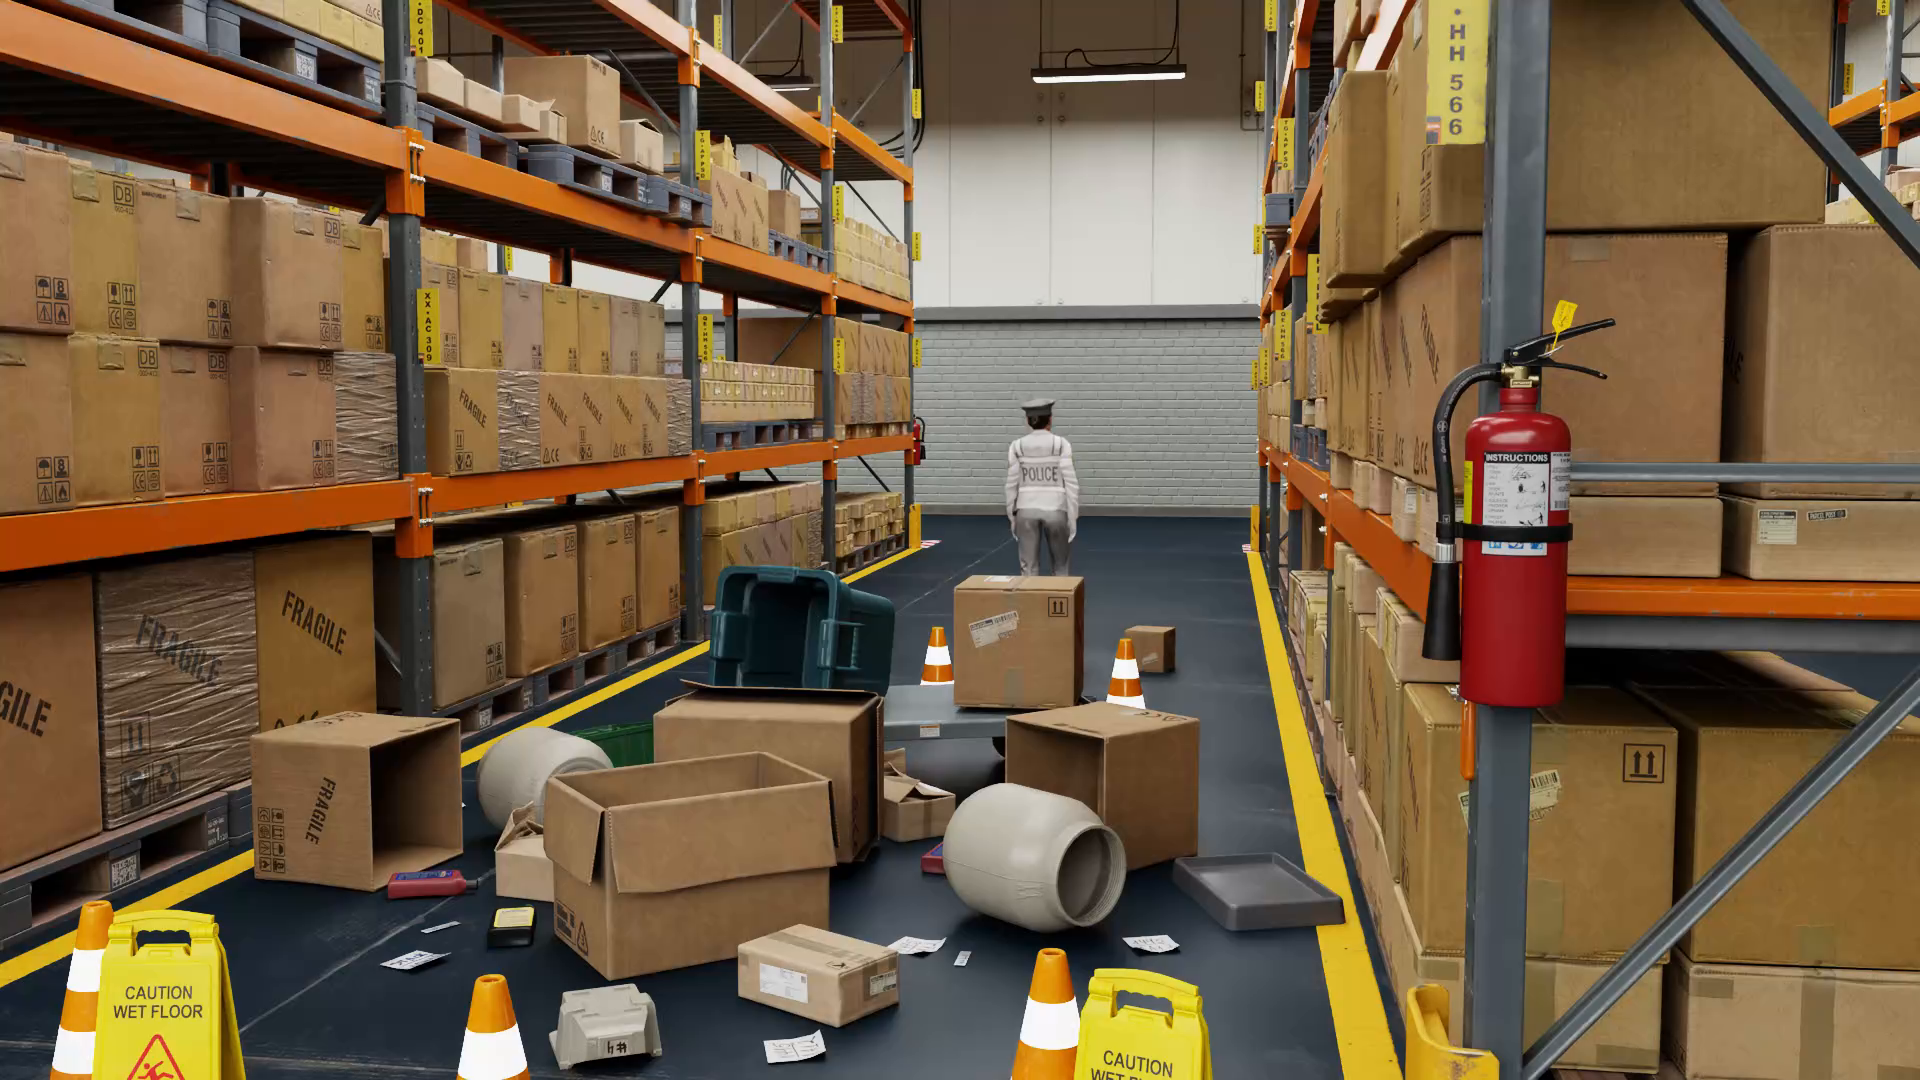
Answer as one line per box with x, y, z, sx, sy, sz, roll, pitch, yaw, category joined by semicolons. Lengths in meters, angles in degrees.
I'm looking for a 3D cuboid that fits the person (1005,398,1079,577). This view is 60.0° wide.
0.548;-0.091;11.222;0.507;1.731;0.581;0;5;6;person
